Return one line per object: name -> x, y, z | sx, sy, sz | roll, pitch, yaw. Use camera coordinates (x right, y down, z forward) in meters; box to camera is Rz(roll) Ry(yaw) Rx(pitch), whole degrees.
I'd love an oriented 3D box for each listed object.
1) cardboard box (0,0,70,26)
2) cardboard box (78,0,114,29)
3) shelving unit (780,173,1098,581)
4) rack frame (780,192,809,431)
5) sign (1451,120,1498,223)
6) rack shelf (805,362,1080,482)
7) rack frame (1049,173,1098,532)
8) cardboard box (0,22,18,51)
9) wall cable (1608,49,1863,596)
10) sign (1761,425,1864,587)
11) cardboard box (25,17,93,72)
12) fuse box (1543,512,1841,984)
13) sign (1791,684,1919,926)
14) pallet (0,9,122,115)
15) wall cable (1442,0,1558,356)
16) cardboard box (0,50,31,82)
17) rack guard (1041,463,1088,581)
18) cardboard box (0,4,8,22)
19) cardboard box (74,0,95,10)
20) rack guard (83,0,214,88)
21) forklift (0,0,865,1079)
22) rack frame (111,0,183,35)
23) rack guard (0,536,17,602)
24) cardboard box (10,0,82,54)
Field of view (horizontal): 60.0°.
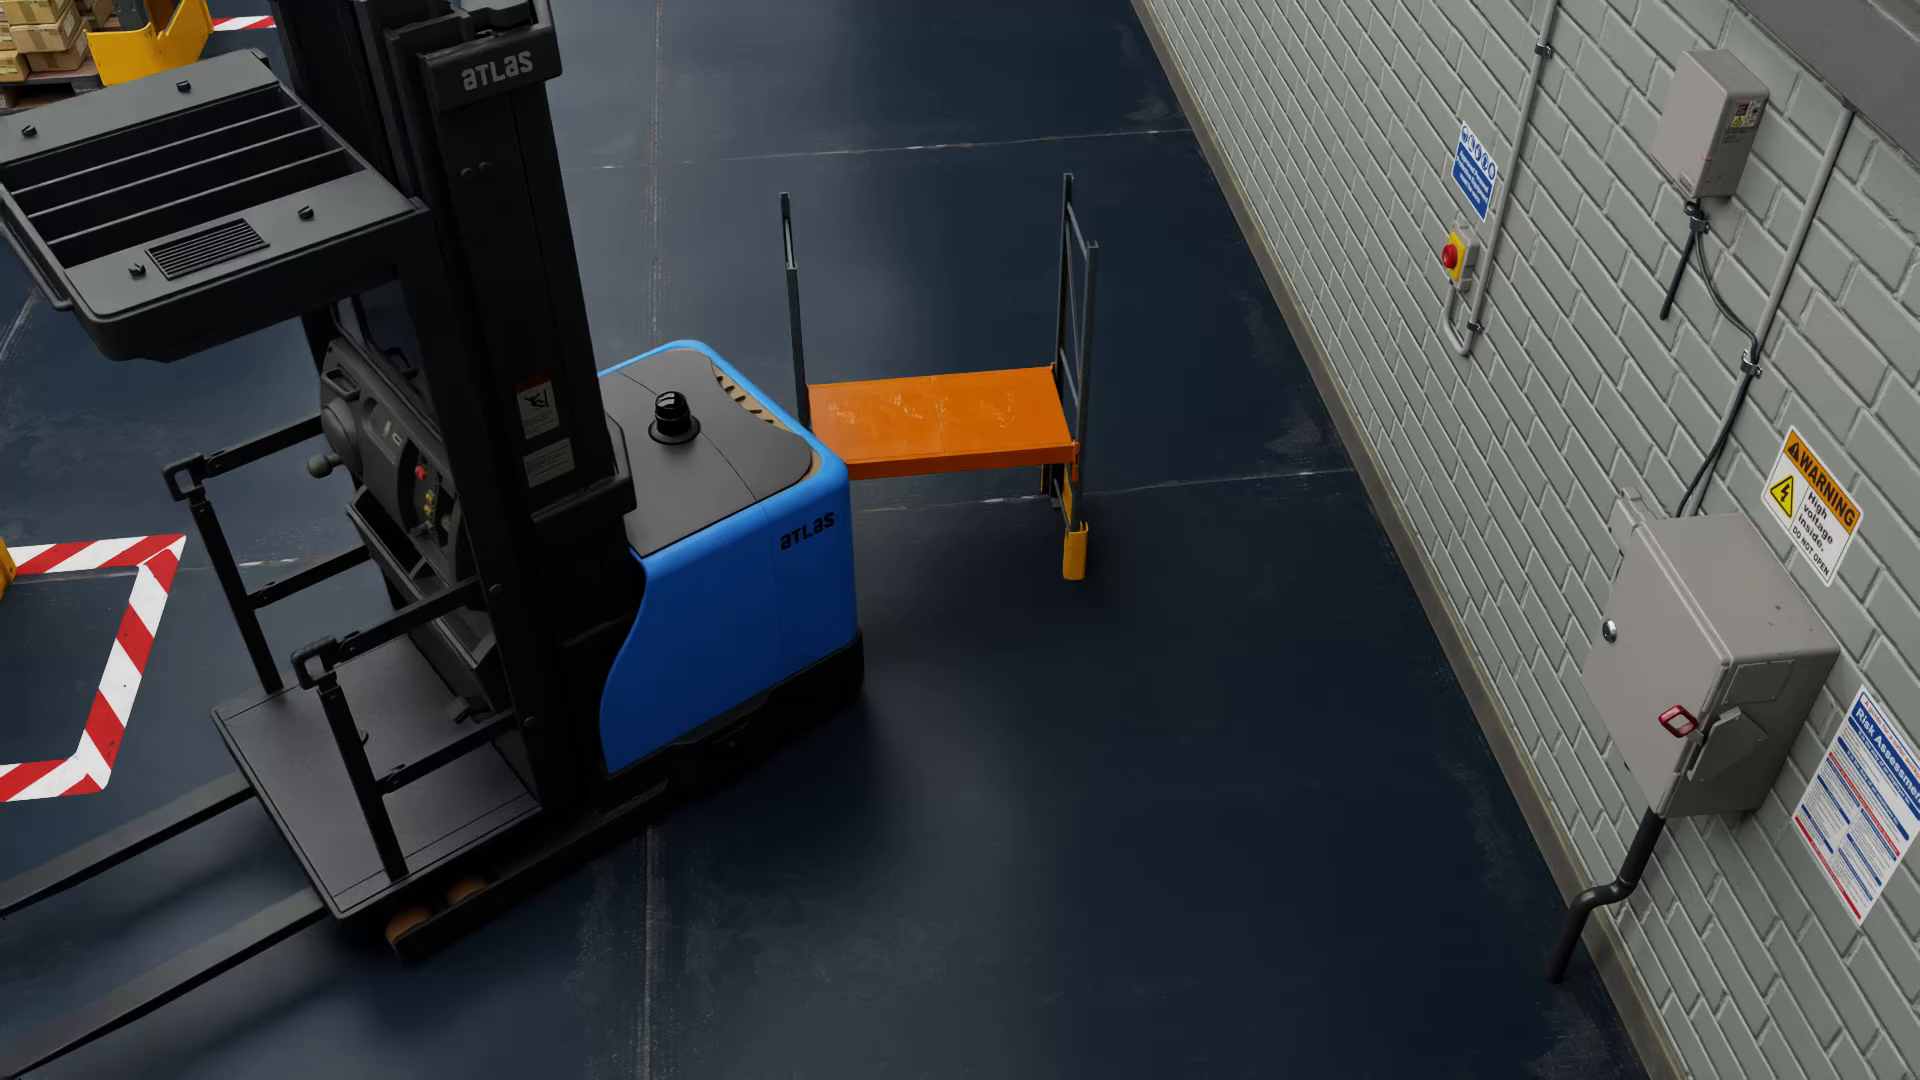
cardboard box -> -5.111, -3.007, 9.215 | 0.250, 0.149, 0.380 | -5, 42, -5
cardboard box -> -5.180, -3.168, 9.837 | 0.250, 0.149, 0.380 | -4, 42, -5
shelving unit -> -0.076, -0.550, 6.240 | 1.083, 1.500, 0.587 | -5, 42, -6
rack frame -> -0.589, -0.505, 6.191 | 0.032, 1.500, 0.500 | -5, 42, -6
sign -> 1.766, -1.268, 5.714 | 0.001, 0.218, 0.327 | -5, 42, -6
rack shelf -> -0.085, -0.416, 6.360 | 1.000, 0.185, 0.538 | -5, 42, -6
rack frame -> 0.419, -0.594, 6.288 | 0.032, 1.500, 0.500 | -5, 42, -6
cardboard box -> -5.371, -2.889, 9.306 | 0.250, 0.149, 0.380 | -6, 42, -7
wall cable -> 1.907, -0.566, 4.380 | 0.122, 1.984, 0.588 | -5, 42, -6
sign -> 2.037, -0.084, 3.986 | 0.001, 0.242, 0.339 | -5, 42, -6
cardboard box -> -5.114, -2.817, 9.448 | 0.250, 0.149, 0.380 | -4, 42, -5
fuse box -> 1.839, 0.756, 4.634 | 0.414, 1.711, 0.539 | -5, 42, -6
sign -> 2.108, 0.623, 3.890 | 0.001, 0.494, 0.329 | -5, 42, -6
pallet -> -5.504, -2.814, 9.712 | 1.213, 0.211, 1.003 | -5, 42, -6
wall cable -> 1.711, -1.519, 5.412 | 0.123, 1.953, 0.585 | -5, 42, -6
cardboard box -> -5.356, -2.727, 9.349 | 0.250, 0.149, 0.380 | -4, 42, -4
rack guard -> 0.418, -0.129, 6.707 | 0.087, 0.250, 0.587 | -5, 42, -6
cardboard box -> -5.368, -3.024, 9.233 | 0.250, 0.149, 0.380 | -4, 42, -5
cardboard box -> -5.172, -3.236, 9.691 | 0.250, 0.149, 0.380 | -3, 42, -4
rack guard -> -4.694, -2.969, 9.668 | 0.348, 0.500, 1.175 | -5, 42, -6
forklift -> -1.818, -0.169, 4.749 | 3.031, 2.935, 1.130 | -28, 49, -28
rack frame -> -4.619, -3.903, 8.838 | 0.127, 3.000, 1.000 | -5, 42, -6
rack guard -> -3.853, 0.301, 6.043 | 0.348, 0.500, 1.175 | -5, 42, -6
cardboard box -> -5.105, -2.876, 9.292 | 0.250, 0.149, 0.380 | -6, 42, -7
